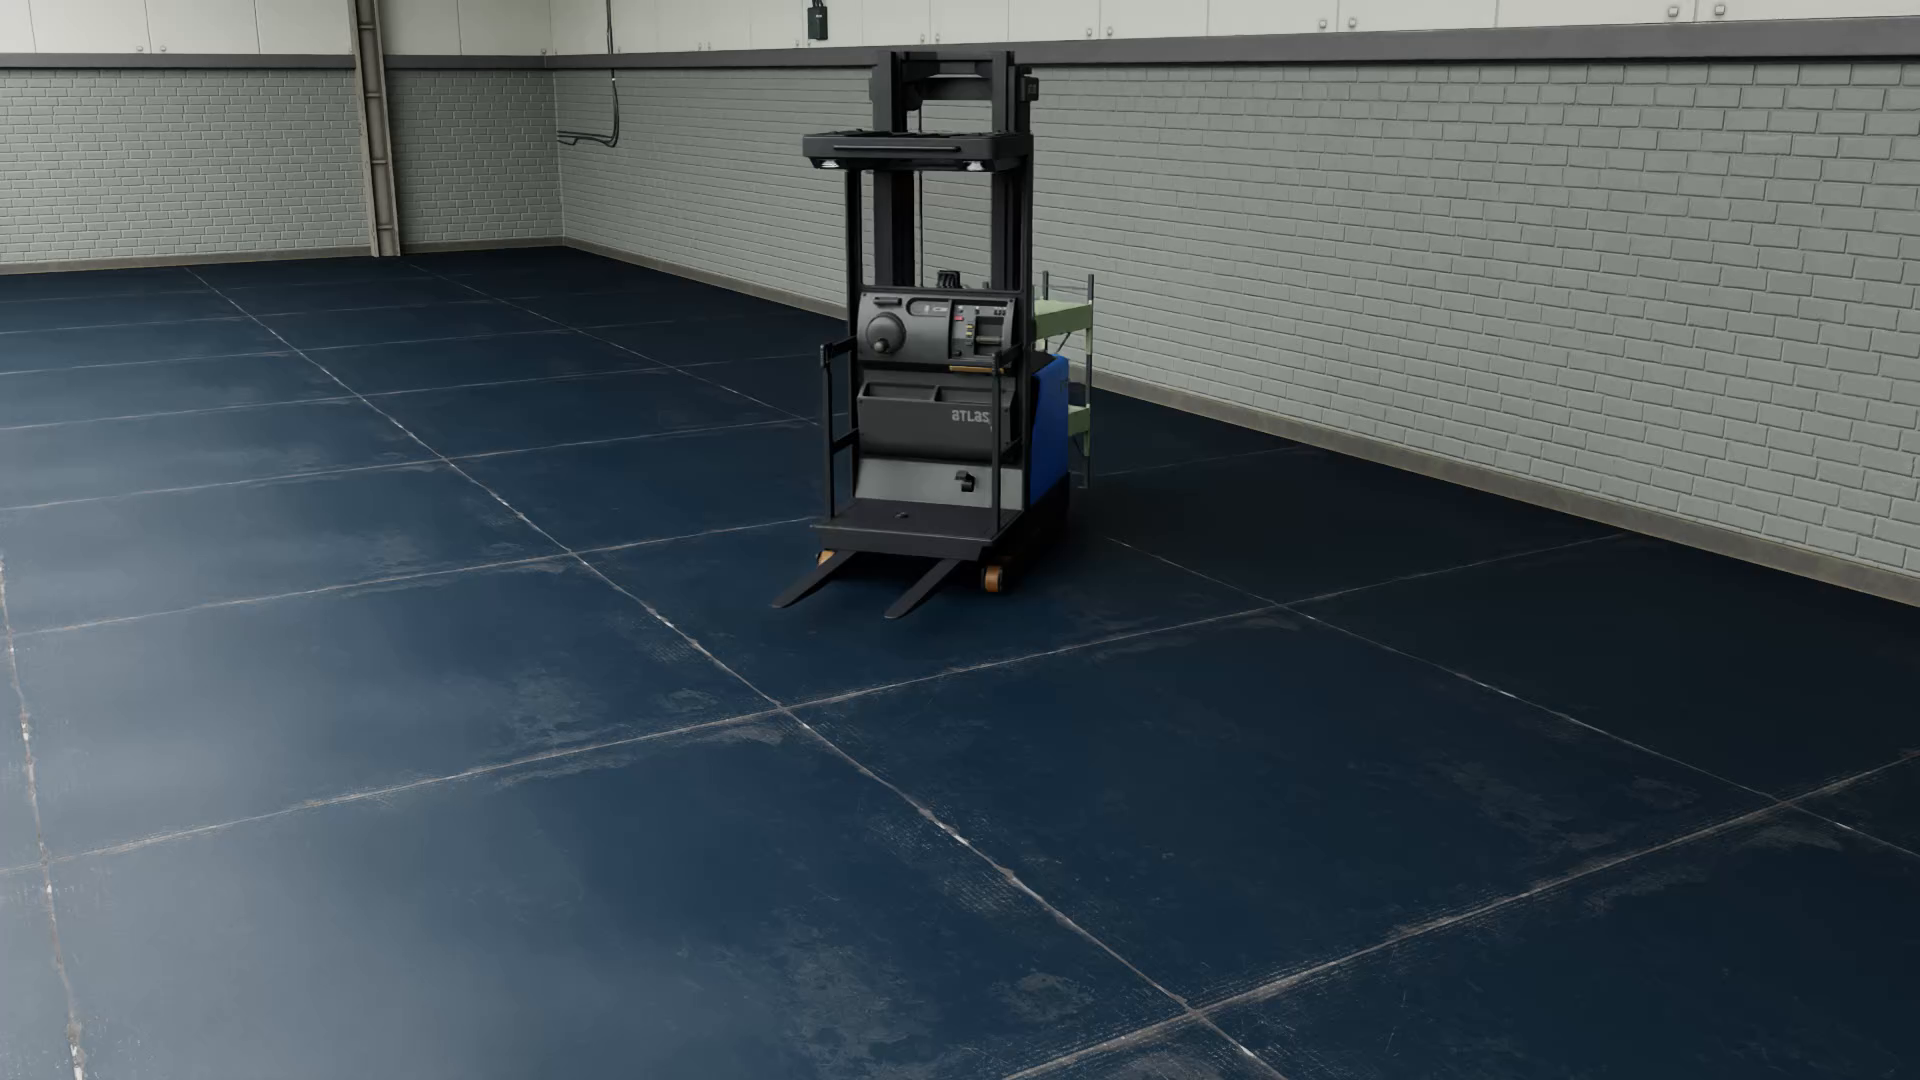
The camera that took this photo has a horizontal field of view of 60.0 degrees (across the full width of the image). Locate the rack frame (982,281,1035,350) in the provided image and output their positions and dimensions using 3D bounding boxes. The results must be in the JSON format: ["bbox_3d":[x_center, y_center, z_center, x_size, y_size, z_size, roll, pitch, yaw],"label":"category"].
[{"bbox_3d":[0.315,-0.952,11.027,0.400,1.500,0.023,11,19,34],"label":"rack frame"}]

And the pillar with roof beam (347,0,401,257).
[{"bbox_3d":[-7.007,-7.911,21.959,0.400,9.000,9.100,-9,18,-30],"label":"pillar with roof beam"}]

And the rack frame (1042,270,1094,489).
[{"bbox_3d":[0.741,-1.112,11.600,0.400,1.500,0.023,11,19,34],"label":"rack frame"}]

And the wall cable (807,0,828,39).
[{"bbox_3d":[-1.142,-8.449,17.579,0.169,6.003,2.305,-9,18,-30],"label":"wall cable"}]

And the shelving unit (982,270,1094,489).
[{"bbox_3d":[0.528,-1.032,11.313,0.431,1.500,0.755,11,19,34],"label":"shelving unit"}]

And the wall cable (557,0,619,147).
[{"bbox_3d":[-6.018,-7.515,26.301,0.112,2.526,3.097,-9,18,-30],"label":"wall cable"}]

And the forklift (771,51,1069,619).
[{"bbox_3d":[-0.198,-1.227,9.357,1.130,2.935,3.031,5,16,16],"label":"forklift"}]

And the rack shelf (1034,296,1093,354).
[{"bbox_3d":[0.528,-1.408,11.208,0.431,0.370,0.720,11,19,34],"label":"rack shelf"}]

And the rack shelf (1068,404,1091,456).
[{"bbox_3d":[0.528,-0.718,11.401,0.431,0.370,0.720,11,19,34],"label":"rack shelf"}]
